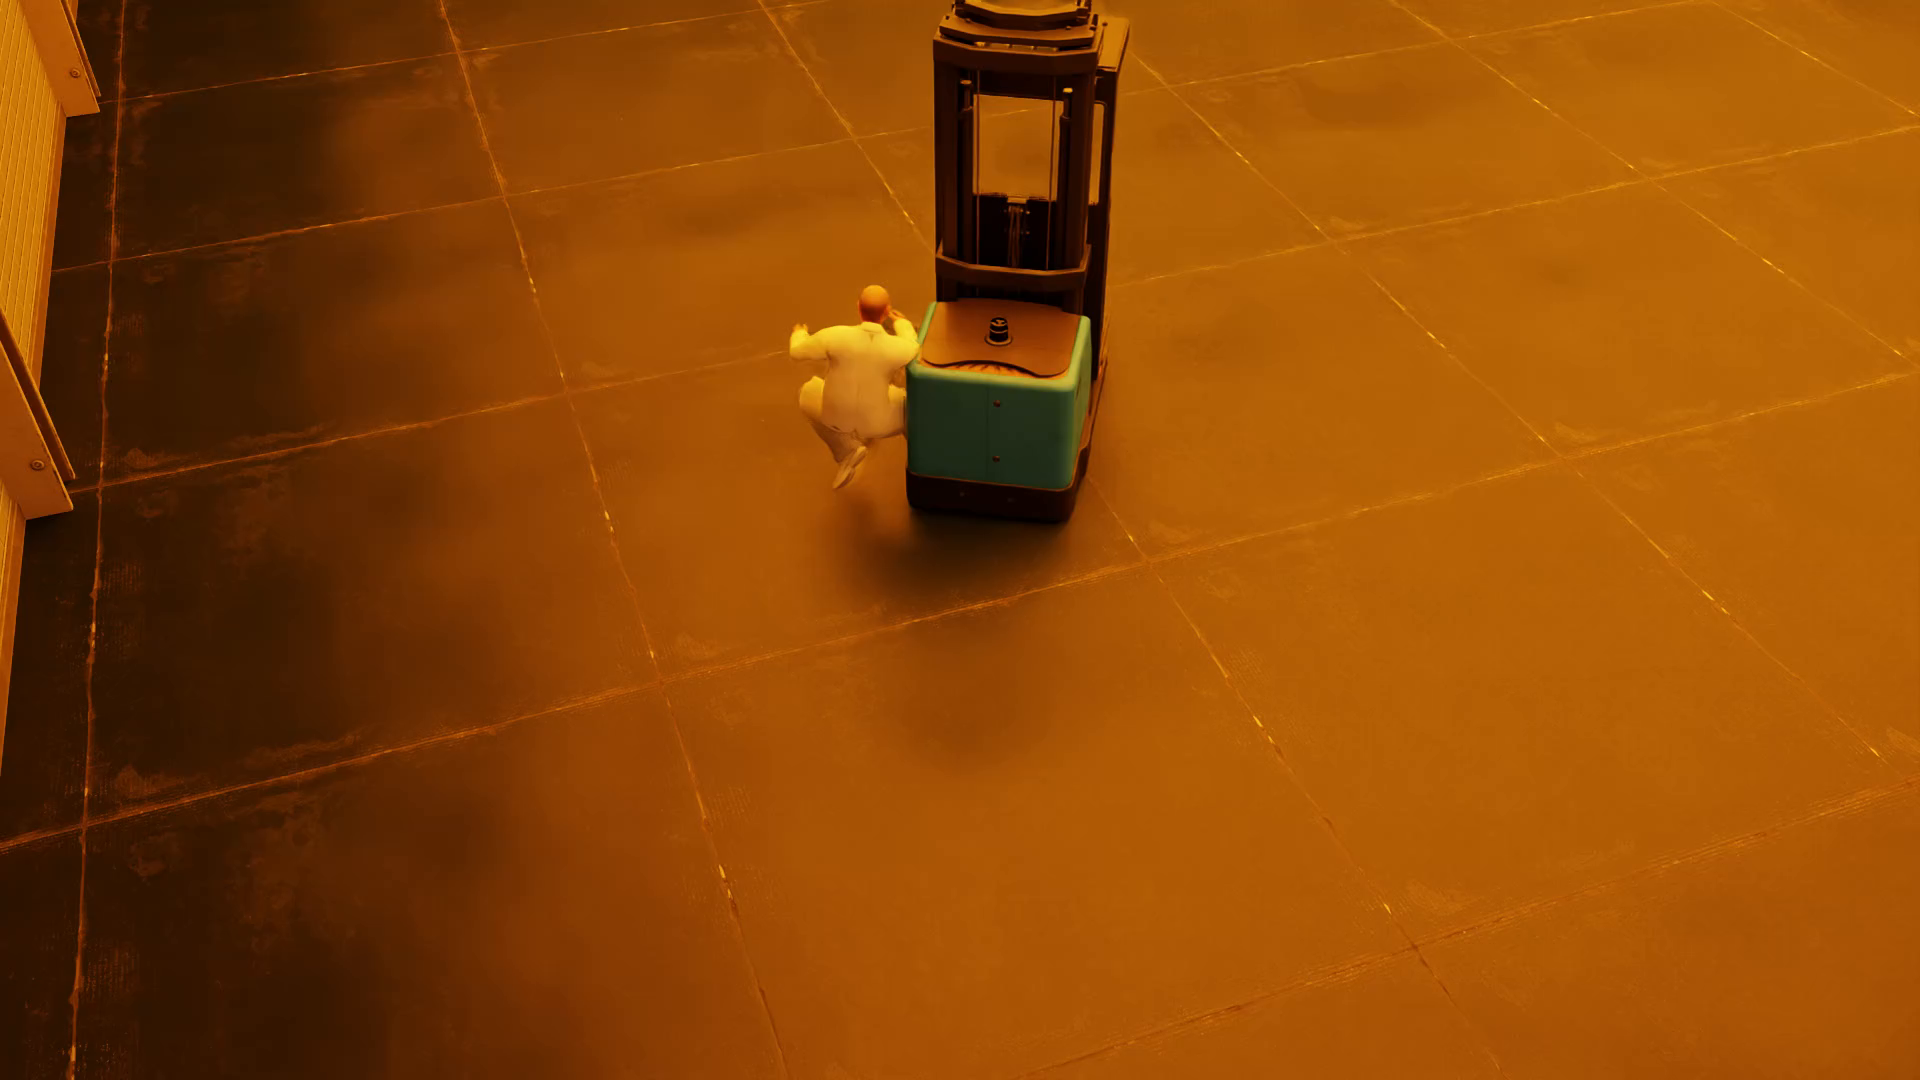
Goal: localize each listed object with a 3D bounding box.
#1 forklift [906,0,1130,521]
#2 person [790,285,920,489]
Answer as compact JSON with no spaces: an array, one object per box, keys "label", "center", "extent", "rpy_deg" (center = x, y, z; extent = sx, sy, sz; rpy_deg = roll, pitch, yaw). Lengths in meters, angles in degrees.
[{"label":"forklift","center":[0.432,-2.191,10.606],"extent":[1.130,2.935,3.031],"rpy_deg":[7,40,8]},{"label":"person","center":[-0.569,-0.976,10.244],"extent":[0.944,1.538,0.815],"rpy_deg":[0,40,-1]}]
